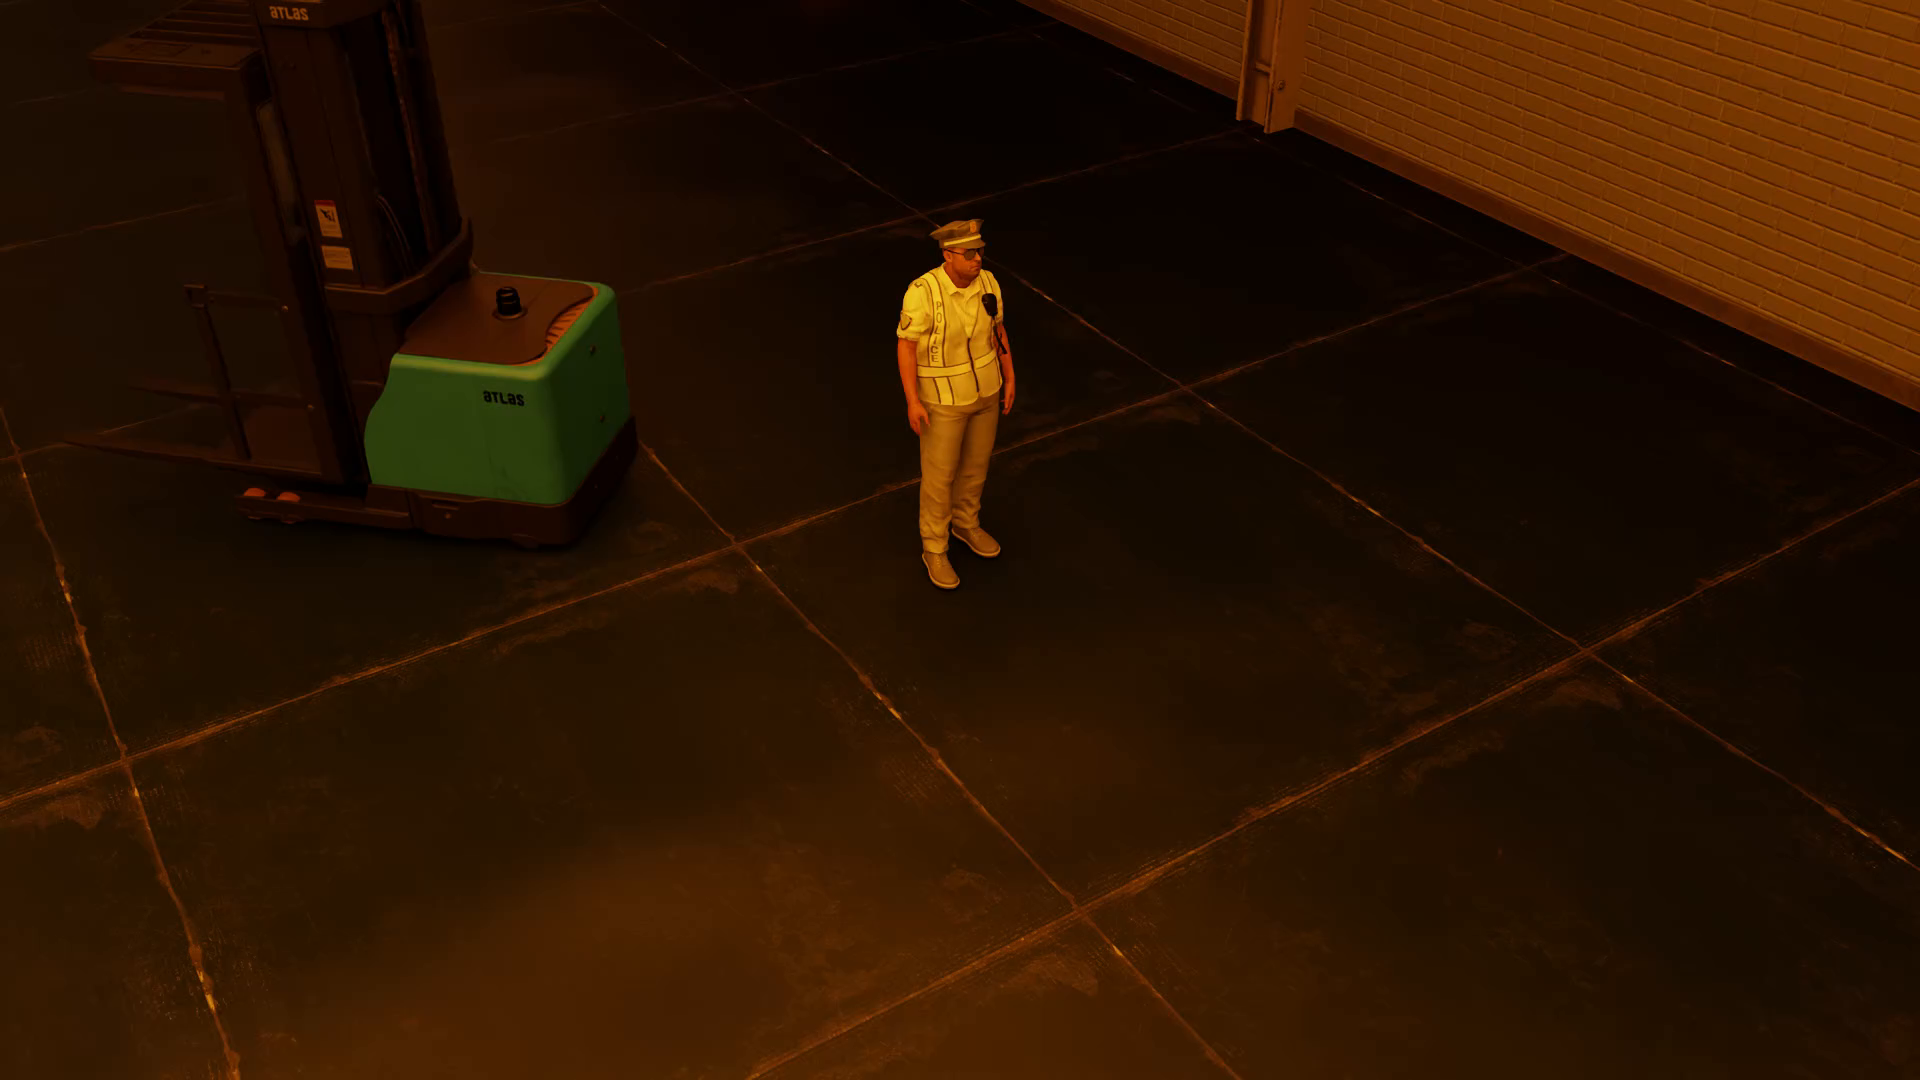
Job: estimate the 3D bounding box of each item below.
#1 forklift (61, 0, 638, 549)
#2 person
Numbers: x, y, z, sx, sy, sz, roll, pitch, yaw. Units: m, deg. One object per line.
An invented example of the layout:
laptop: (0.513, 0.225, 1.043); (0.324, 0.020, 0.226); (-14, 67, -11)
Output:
forklift: (-3.367, -1.575, 8.389); (3.031, 2.935, 1.130); (7, 36, 10)
person: (0.032, -0.694, 8.122); (0.640, 1.781, 0.575); (-21, 40, -27)
